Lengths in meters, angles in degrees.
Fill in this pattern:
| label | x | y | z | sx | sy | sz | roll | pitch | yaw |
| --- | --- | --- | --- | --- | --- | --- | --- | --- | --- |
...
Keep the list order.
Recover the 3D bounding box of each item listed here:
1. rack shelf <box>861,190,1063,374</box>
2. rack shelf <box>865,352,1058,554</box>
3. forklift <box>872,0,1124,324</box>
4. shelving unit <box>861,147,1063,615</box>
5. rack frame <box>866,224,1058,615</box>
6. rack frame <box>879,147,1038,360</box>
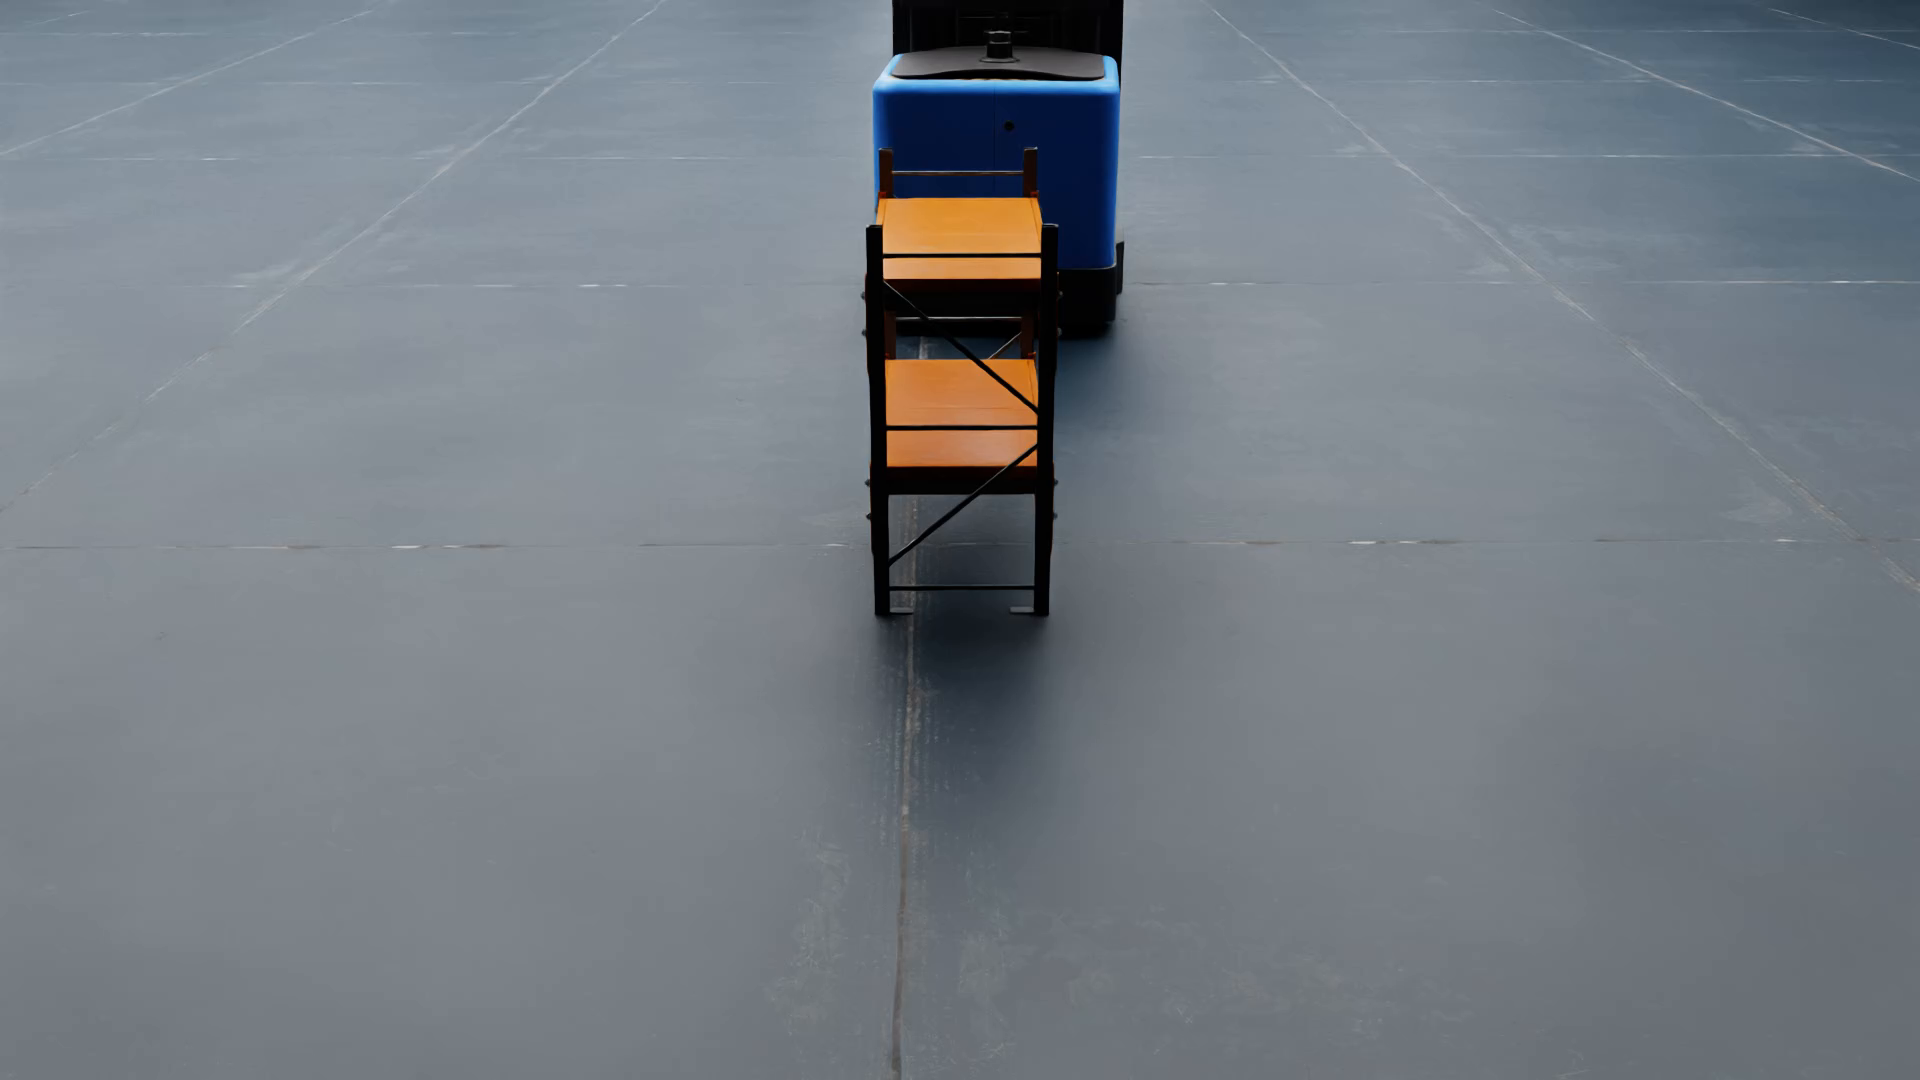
| label | x | y | z | sx | sy | sz | roll | pitch | yaw |
| --- | --- | --- | --- | --- | --- | --- | --- | --- | --- |
| rack shelf | 0.000 | -0.782 | 4.904 | 0.538 | 0.278 | 1.000 | 0 | 24 | -1 |
| rack shelf | 0.000 | -0.293 | 5.125 | 0.538 | 0.278 | 1.000 | 0 | 24 | -1 |
| forklift | 0.242 | -2.828 | 7.947 | 1.130 | 2.935 | 3.031 | 2 | 24 | 3 |
| shelving unit | 0.000 | -0.515 | 5.024 | 0.538 | 1.125 | 1.048 | 0 | 24 | -1 |
| rack frame | 0.005 | -0.306 | 4.561 | 0.500 | 1.125 | 0.032 | 0 | 24 | -1 |
| rack frame | -0.006 | -0.725 | 5.488 | 0.500 | 1.125 | 0.032 | 0 | 24 | -1 |
